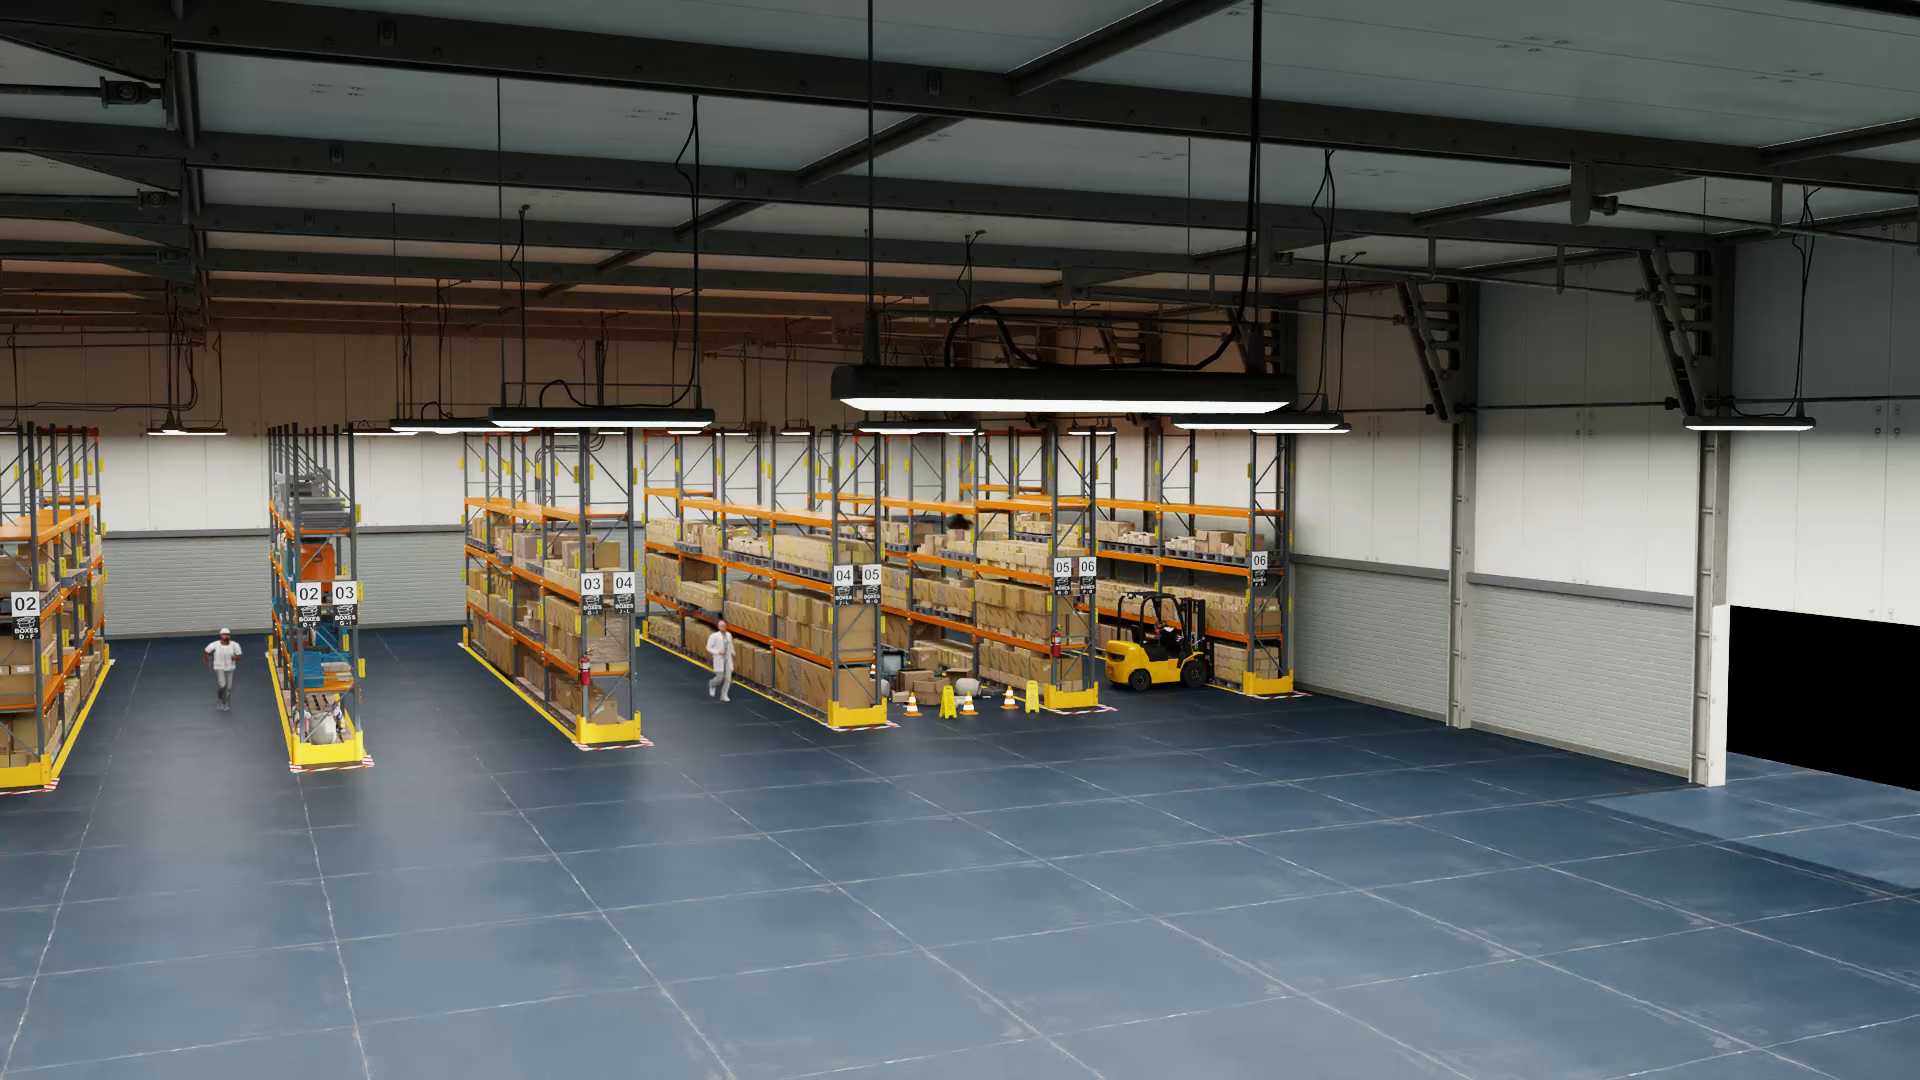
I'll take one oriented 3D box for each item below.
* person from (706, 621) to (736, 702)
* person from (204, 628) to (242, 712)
[{"bbox_3d":[-5.207,2.634,36.279,0.709,1.737,0.757,-3,4,-38],"label":"person"},{"bbox_3d":[-15.377,2.713,34.786,0.692,1.741,0.660,-3,4,-37],"label":"person"}]
